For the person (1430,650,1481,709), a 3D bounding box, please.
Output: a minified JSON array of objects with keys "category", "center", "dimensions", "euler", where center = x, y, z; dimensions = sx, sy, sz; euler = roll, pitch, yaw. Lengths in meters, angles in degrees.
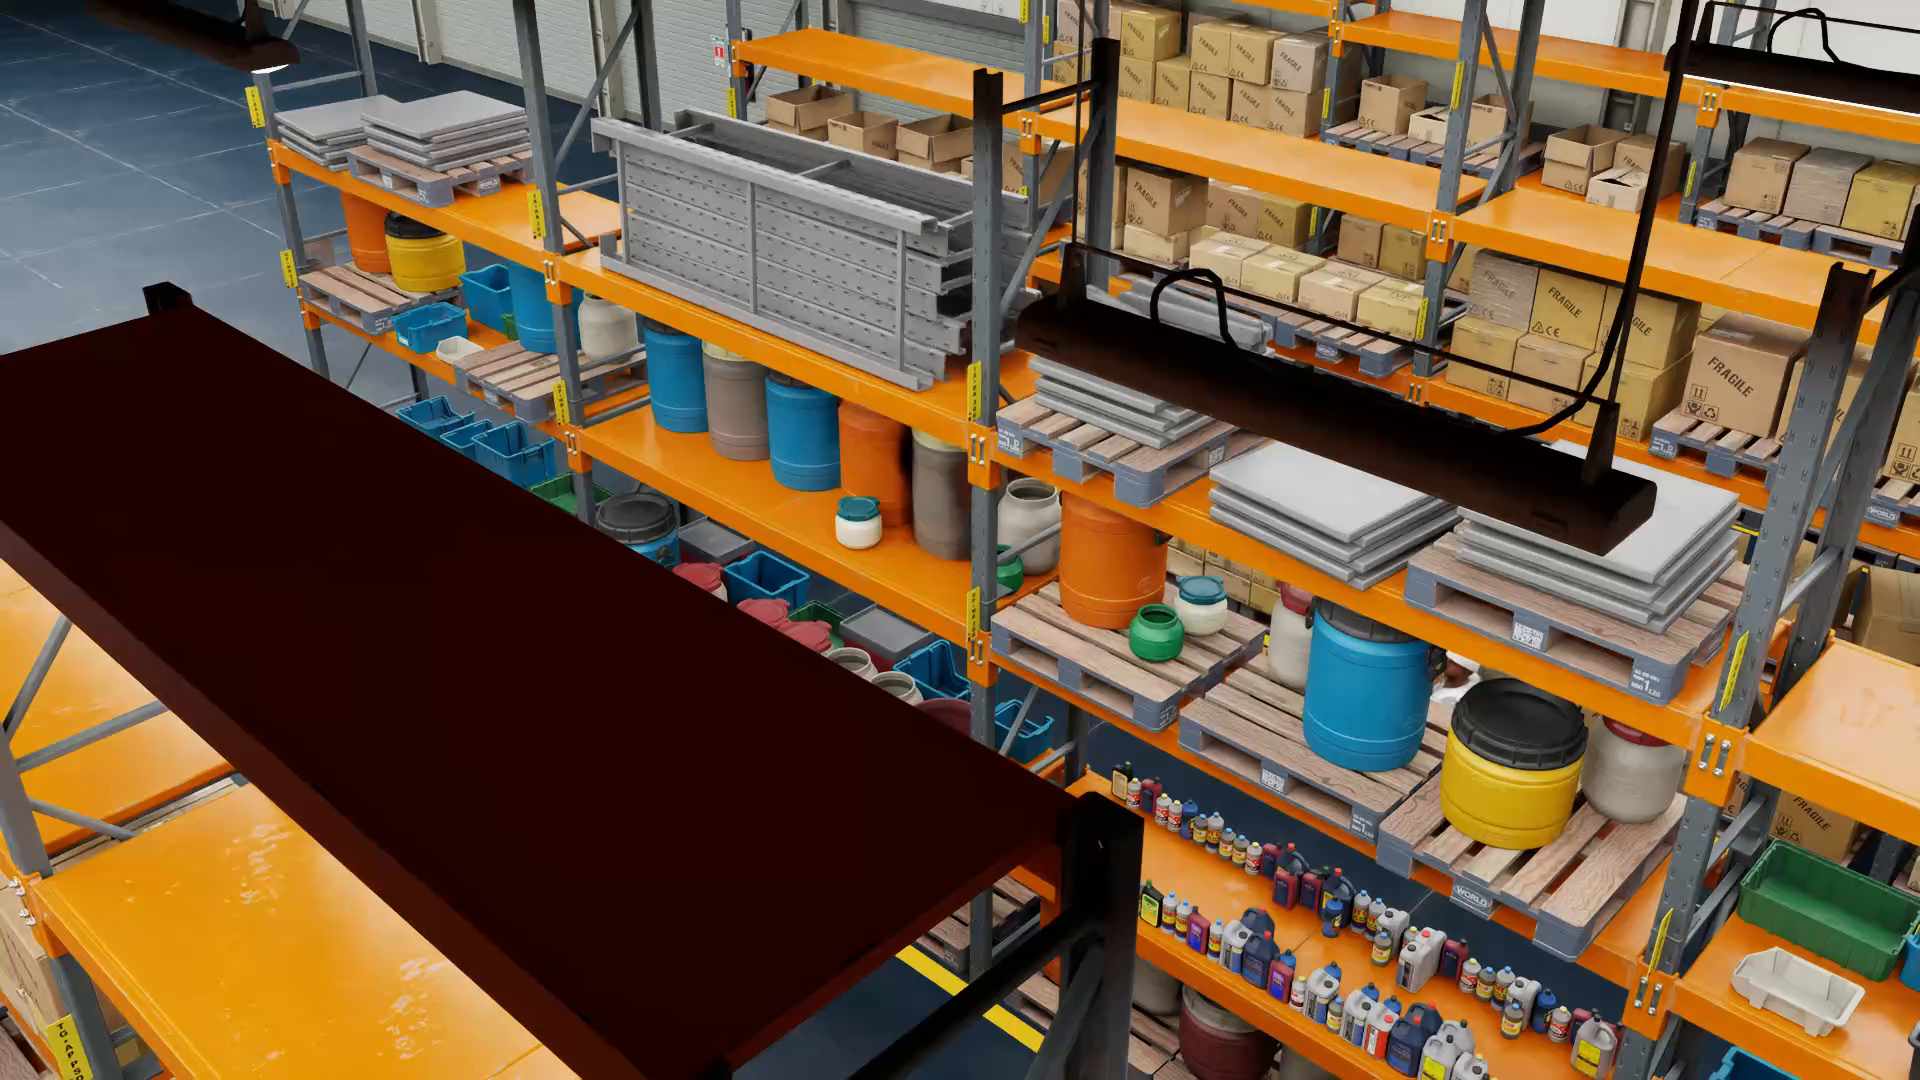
[{"category":"person","center":[3.391,1.475,11.831],"dimensions":[1.019,1.745,0.681],"euler":[17,34,27]}]
